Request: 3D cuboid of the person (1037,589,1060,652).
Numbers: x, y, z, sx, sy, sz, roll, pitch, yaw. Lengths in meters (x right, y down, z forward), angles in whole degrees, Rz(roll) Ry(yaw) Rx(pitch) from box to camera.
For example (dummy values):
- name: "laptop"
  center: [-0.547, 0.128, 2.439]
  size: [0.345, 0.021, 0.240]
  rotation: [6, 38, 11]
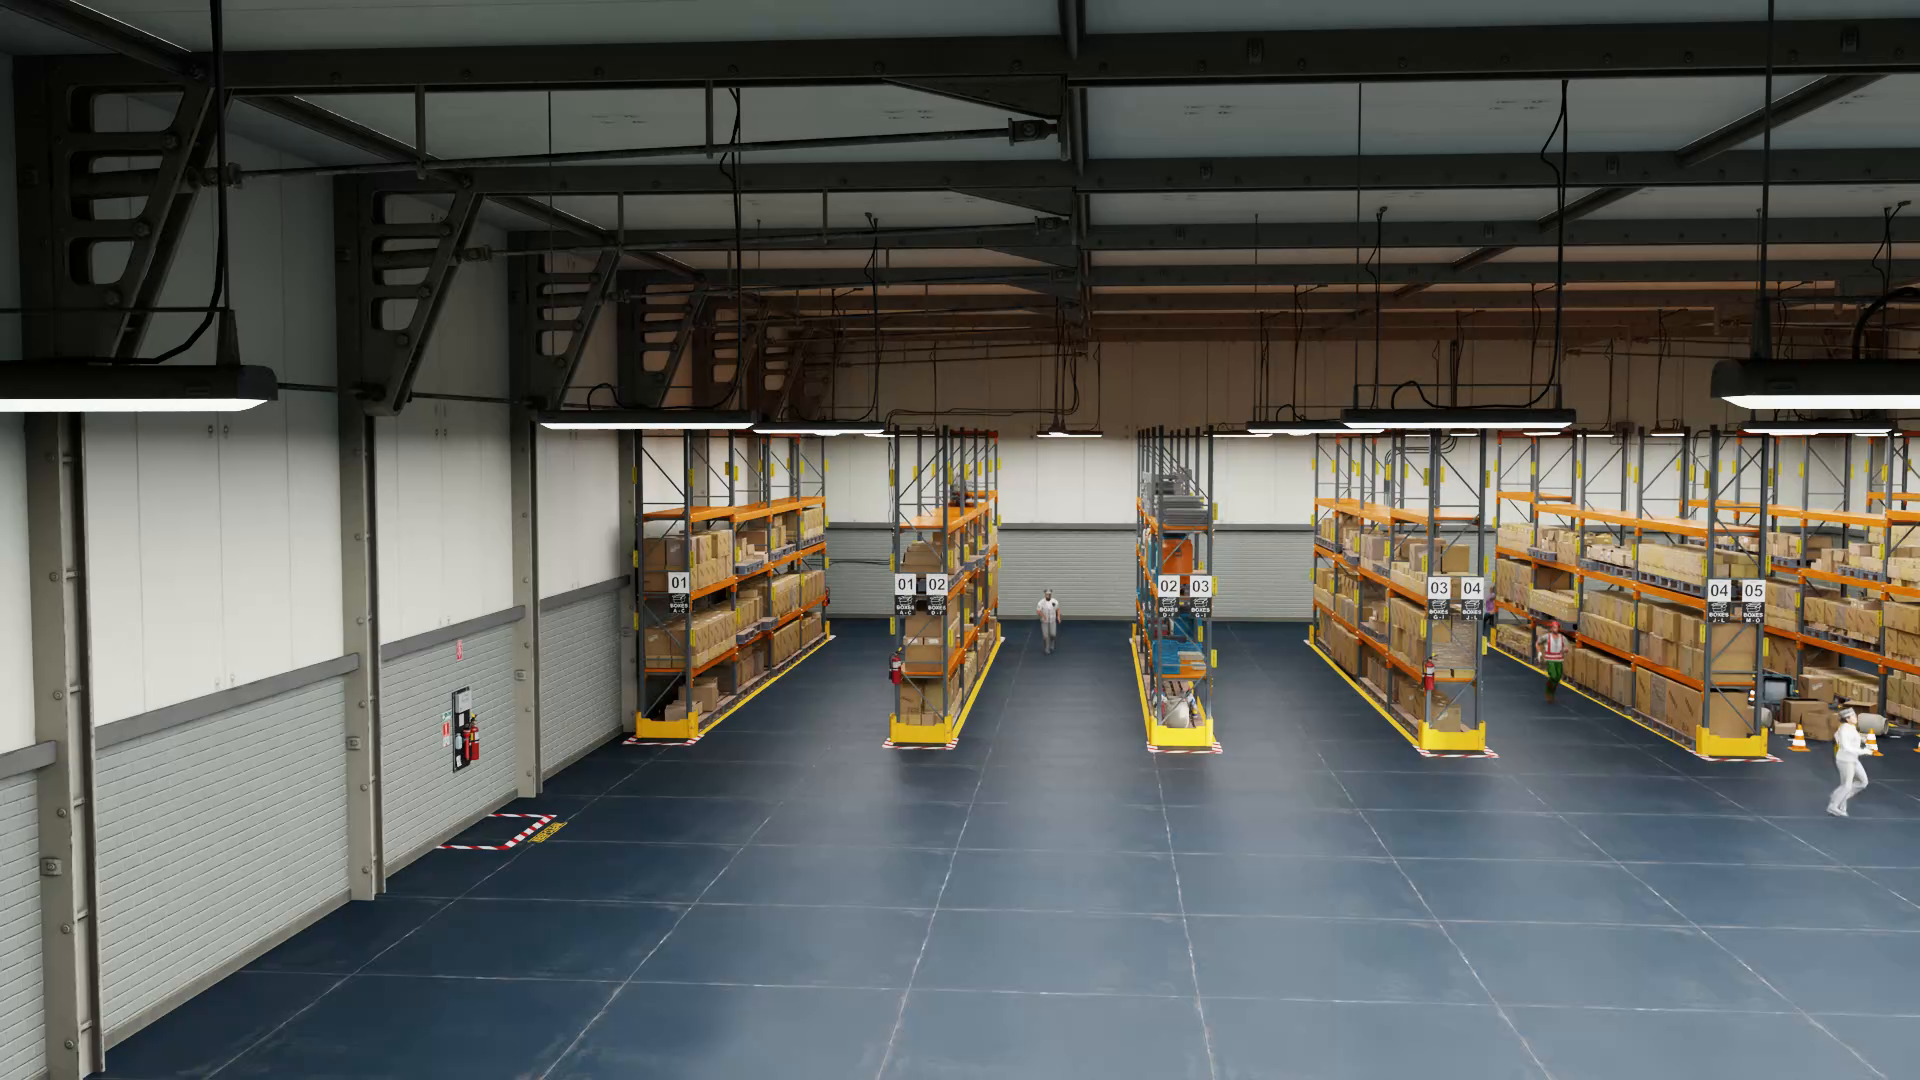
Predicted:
- name: "person"
  center: [2.388, 2.173, 44.659]
  size: [0.648, 1.729, 0.661]
  rotation: [0, 3, -3]

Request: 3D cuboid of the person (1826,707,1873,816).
- name: "person"
  center: [13.509, 3.363, 25.218]
  size: [0.610, 1.663, 0.635]
  rotation: [3, 4, 38]

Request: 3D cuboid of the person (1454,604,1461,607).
- name: "person"
  center: [13.499, 2.169, 44.674]
  size: [0.639, 1.818, 0.702]
  rotation: [0, 3, 3]

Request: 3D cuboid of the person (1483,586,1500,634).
- name: "person"
  center: [15.112, 2.062, 47.584]
  size: [0.865, 1.544, 0.587]
  rotation: [2, 4, 25]

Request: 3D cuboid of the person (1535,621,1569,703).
- name: "person"
  center: [12.923, 2.654, 36.159]
  size: [0.640, 1.785, 0.700]
  rotation: [0, 3, -4]
